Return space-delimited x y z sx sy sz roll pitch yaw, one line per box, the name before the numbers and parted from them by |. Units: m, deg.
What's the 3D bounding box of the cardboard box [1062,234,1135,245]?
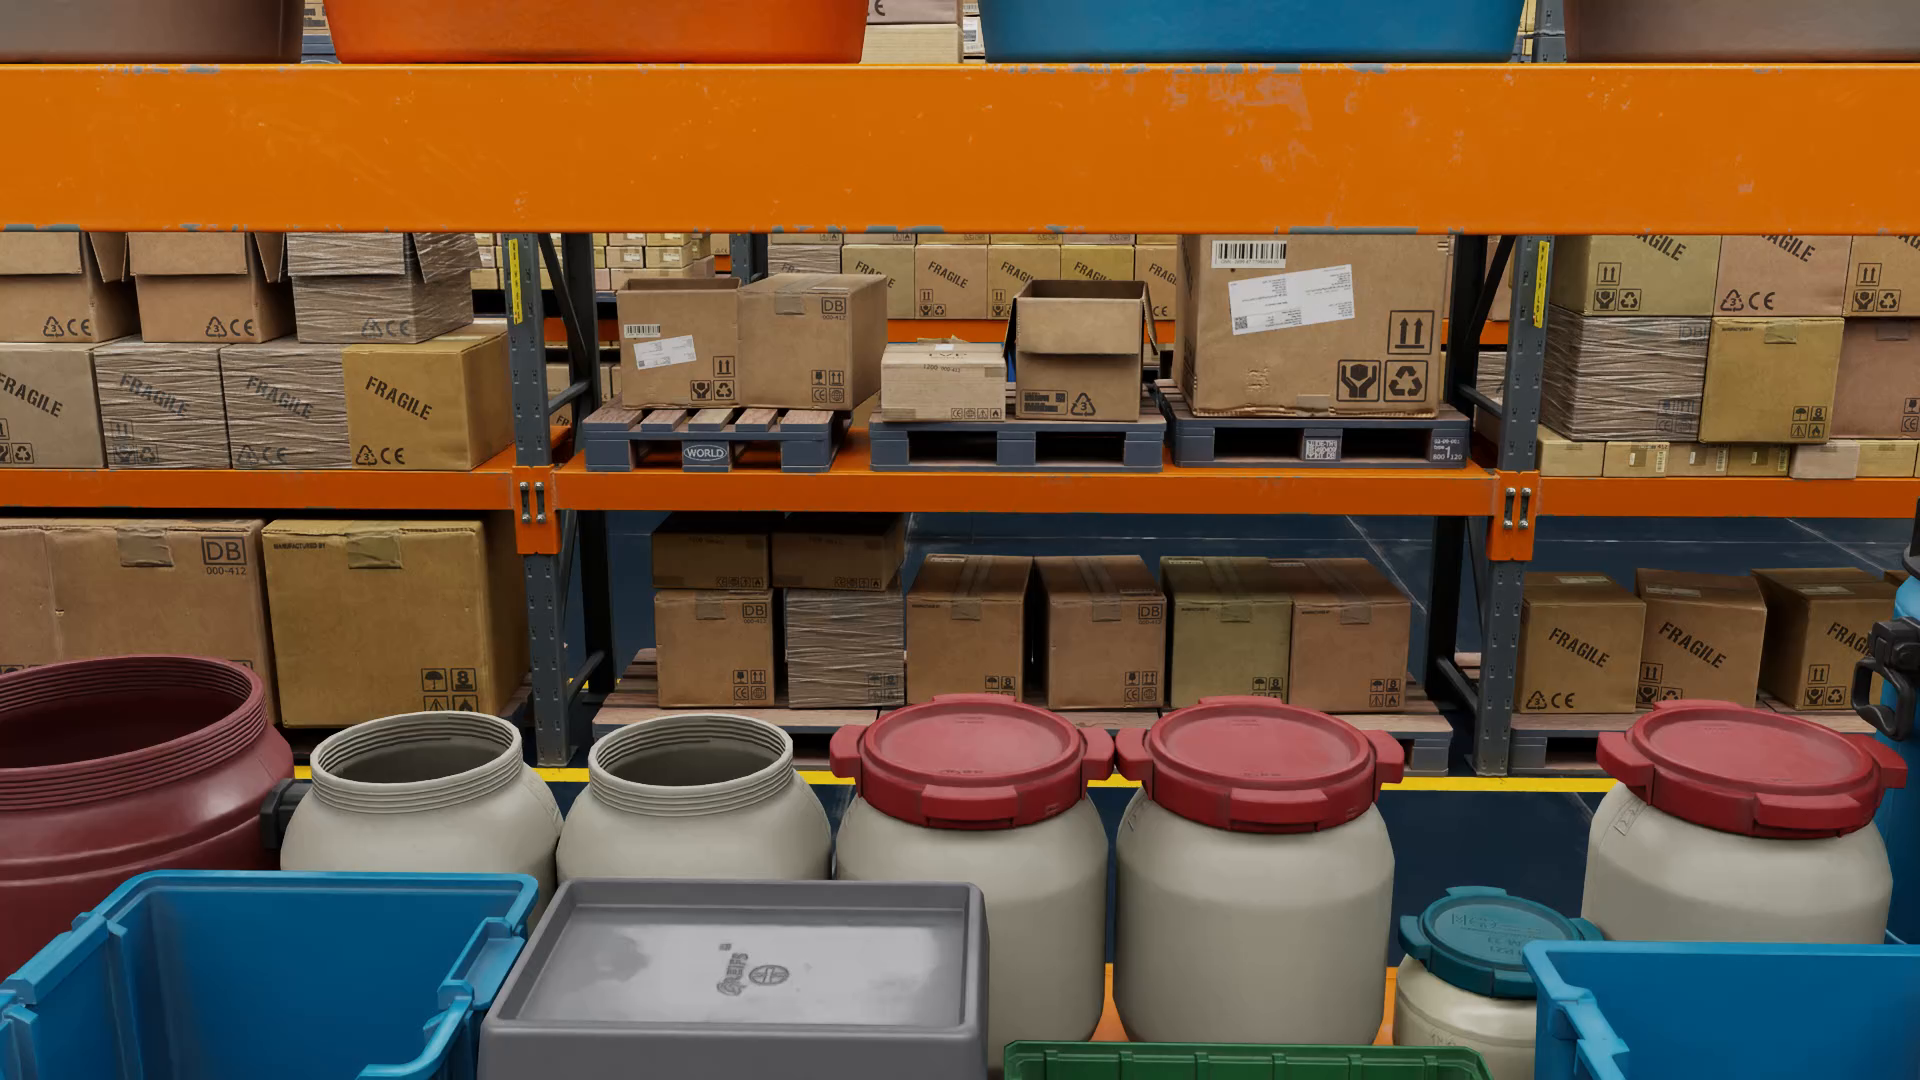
cardboard box | 0.973 -2.376 11.811 0.500 0.500 0.700 0 15 2

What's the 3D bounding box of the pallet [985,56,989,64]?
pallet | 0.610 -1.969 6.911 1.003 0.211 1.213 0 15 1

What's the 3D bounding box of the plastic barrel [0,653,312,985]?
plastic barrel | -1.392 0.525 2.704 0.708 0.536 0.600 0 15 1

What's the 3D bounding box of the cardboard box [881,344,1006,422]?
cardboard box | -0.068 -0.659 6.930 0.500 0.250 0.500 0 15 0

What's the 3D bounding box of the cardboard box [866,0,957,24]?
cardboard box | -0.264 -2.264 6.487 0.500 0.500 0.500 0 15 0

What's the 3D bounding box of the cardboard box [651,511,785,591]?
cardboard box | -1.067 0.032 7.407 0.500 0.250 0.500 1 15 4

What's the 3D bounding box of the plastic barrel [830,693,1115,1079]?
plastic barrel | 0.018 0.555 2.589 0.433 0.535 0.433 0 15 0

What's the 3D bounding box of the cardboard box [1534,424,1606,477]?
cardboard box | 2.469 -0.373 6.865 0.250 0.149 0.380 0 15 1

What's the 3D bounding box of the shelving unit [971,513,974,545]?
shelving unit | -0.165 -0.581 10.691 0.503 1.200 0.258 0 15 1

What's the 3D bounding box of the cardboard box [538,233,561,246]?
cardboard box | -2.791 -2.123 11.509 0.250 0.149 0.380 1 15 3

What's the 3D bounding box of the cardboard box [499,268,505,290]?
cardboard box | -3.038 -1.838 11.595 0.250 0.149 0.380 0 15 -1

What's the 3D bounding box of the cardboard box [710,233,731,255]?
cardboard box | -2.507 -2.989 16.585 0.500 0.250 0.500 1 15 2

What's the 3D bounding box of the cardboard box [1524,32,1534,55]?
cardboard box | 3.862 -3.322 11.143 0.250 0.149 0.380 0 15 1

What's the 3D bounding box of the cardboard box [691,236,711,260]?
cardboard box | -1.987 -2.142 12.166 0.250 0.149 0.380 1 15 4

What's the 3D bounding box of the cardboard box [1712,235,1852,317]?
cardboard box | 3.205 -1.177 6.683 0.500 0.500 0.500 0 15 1

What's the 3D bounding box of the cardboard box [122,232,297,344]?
cardboard box | -3.119 -1.146 7.140 0.637 0.503 0.797 1 15 3

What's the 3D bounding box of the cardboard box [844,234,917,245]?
cardboard box | -0.555 -2.386 11.848 0.500 0.500 0.700 0 15 1

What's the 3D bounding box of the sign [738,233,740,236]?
sign | -1.514 -2.246 11.357 0.005 0.325 0.100 0 15 1

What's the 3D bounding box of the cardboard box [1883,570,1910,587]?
cardboard box | 4.413 0.447 7.343 0.500 0.500 0.500 2 15 7

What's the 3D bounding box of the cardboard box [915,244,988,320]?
cardboard box | -0.055 -1.833 11.712 0.500 0.500 0.500 0 15 1

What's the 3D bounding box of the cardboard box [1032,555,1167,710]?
cardboard box | 0.613 0.403 7.471 0.500 0.500 0.700 -1 15 -3

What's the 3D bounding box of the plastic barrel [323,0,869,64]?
plastic barrel | -0.394 -0.928 1.757 0.708 0.830 0.600 0 15 1

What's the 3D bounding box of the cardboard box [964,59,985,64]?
cardboard box | 0.041 -4.623 16.401 0.637 0.503 0.797 0 15 1

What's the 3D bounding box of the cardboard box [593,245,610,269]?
cardboard box | -2.545 -1.977 11.541 0.250 0.149 0.380 1 15 3

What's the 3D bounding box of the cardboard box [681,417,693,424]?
cardboard box | -2.174 -0.795 12.049 0.500 0.500 0.500 0 15 1

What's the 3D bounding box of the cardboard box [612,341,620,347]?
cardboard box | -3.064 -2.334 17.148 0.875 0.875 0.875 1 15 2

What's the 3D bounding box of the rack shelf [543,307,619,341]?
rack shelf | -3.509 -1.528 12.161 4.000 0.370 1.077 0 15 1

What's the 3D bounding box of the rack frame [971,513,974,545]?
rack frame | 0.078 -0.580 10.685 0.015 1.200 0.240 0 15 1

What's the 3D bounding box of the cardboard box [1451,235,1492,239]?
cardboard box | 3.410 -2.446 11.821 0.550 0.550 0.875 0 15 1

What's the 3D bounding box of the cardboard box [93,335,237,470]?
cardboard box | -3.254 -0.594 7.016 0.500 0.500 0.500 0 15 0

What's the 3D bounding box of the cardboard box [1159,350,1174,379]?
cardboard box | 1.866 -0.933 12.083 0.750 0.750 1.050 0 15 1

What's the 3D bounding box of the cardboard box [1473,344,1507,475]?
cardboard box | 4.017 -0.985 12.037 0.875 0.875 0.875 0 15 2

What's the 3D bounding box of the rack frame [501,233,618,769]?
rack frame | -1.737 -0.598 7.228 0.127 3.000 1.000 0 15 1

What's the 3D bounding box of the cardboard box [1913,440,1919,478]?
cardboard box | 3.969 -0.366 6.841 0.250 0.149 0.380 0 15 1

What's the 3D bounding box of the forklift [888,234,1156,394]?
forklift | 0.601 -2.511 14.613 3.031 2.935 1.130 -8 17 -29

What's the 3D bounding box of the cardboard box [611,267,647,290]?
cardboard box | -2.263 -1.832 11.574 0.250 0.149 0.380 0 15 1

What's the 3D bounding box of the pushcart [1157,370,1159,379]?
pushcart | 2.506 -1.250 14.838 0.936 0.377 1.648 -5 16 -18

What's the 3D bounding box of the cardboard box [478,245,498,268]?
cardboard box | -3.305 -1.983 11.562 0.250 0.149 0.380 1 15 3

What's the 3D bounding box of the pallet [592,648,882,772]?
pallet | -0.956 0.755 7.563 1.213 0.211 1.003 0 15 1

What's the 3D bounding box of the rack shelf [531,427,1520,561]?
rack shelf | 0.262 -0.237 7.270 4.000 0.370 1.077 0 15 1

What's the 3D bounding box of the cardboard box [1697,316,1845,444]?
cardboard box | 3.209 -0.734 6.961 0.500 0.500 0.875 0 15 1

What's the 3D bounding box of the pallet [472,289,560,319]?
pallet | -3.489 -1.772 12.054 1.213 0.211 1.003 0 15 1

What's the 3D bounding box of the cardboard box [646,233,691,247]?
cardboard box | -2.011 -2.118 11.491 0.250 0.149 0.380 0 15 -1

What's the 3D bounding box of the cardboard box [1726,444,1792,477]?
cardboard box | 3.219 -0.374 6.870 0.250 0.149 0.380 0 15 1

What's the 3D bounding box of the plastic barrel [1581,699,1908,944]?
plastic barrel | 1.184 0.563 2.560 0.433 0.535 0.433 0 15 0

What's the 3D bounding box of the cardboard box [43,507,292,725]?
cardboard box | -3.317 0.208 7.512 0.875 0.875 1.225 0 15 2

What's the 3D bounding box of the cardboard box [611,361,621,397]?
cardboard box | -2.200 -1.157 11.953 0.500 0.250 0.500 0 15 0

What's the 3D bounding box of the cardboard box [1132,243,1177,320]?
cardboard box | 1.456 -1.823 11.675 0.500 0.500 0.500 0 15 1

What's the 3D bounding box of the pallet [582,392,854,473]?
pallet | -1.022 -0.528 7.338 1.003 0.211 1.213 0 15 1

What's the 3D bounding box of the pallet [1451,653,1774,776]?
pallet | 2.934 0.771 7.502 1.213 0.211 1.003 0 15 1

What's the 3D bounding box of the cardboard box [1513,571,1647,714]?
cardboard box | 2.660 0.446 7.346 0.500 0.500 0.500 0 15 0

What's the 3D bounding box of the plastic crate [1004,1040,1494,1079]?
plastic crate | 0.387 0.854 2.139 0.662 0.188 0.450 0 15 1

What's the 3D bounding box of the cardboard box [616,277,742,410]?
cardboard box | -1.196 -0.856 7.187 0.500 0.500 0.500 -1 15 -5

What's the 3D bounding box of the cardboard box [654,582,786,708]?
cardboard box | -1.067 0.397 7.493 0.500 0.500 0.700 0 15 -2

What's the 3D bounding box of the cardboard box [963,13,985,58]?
cardboard box | 0.223 -3.454 11.327 0.500 0.311 0.500 0 15 0
